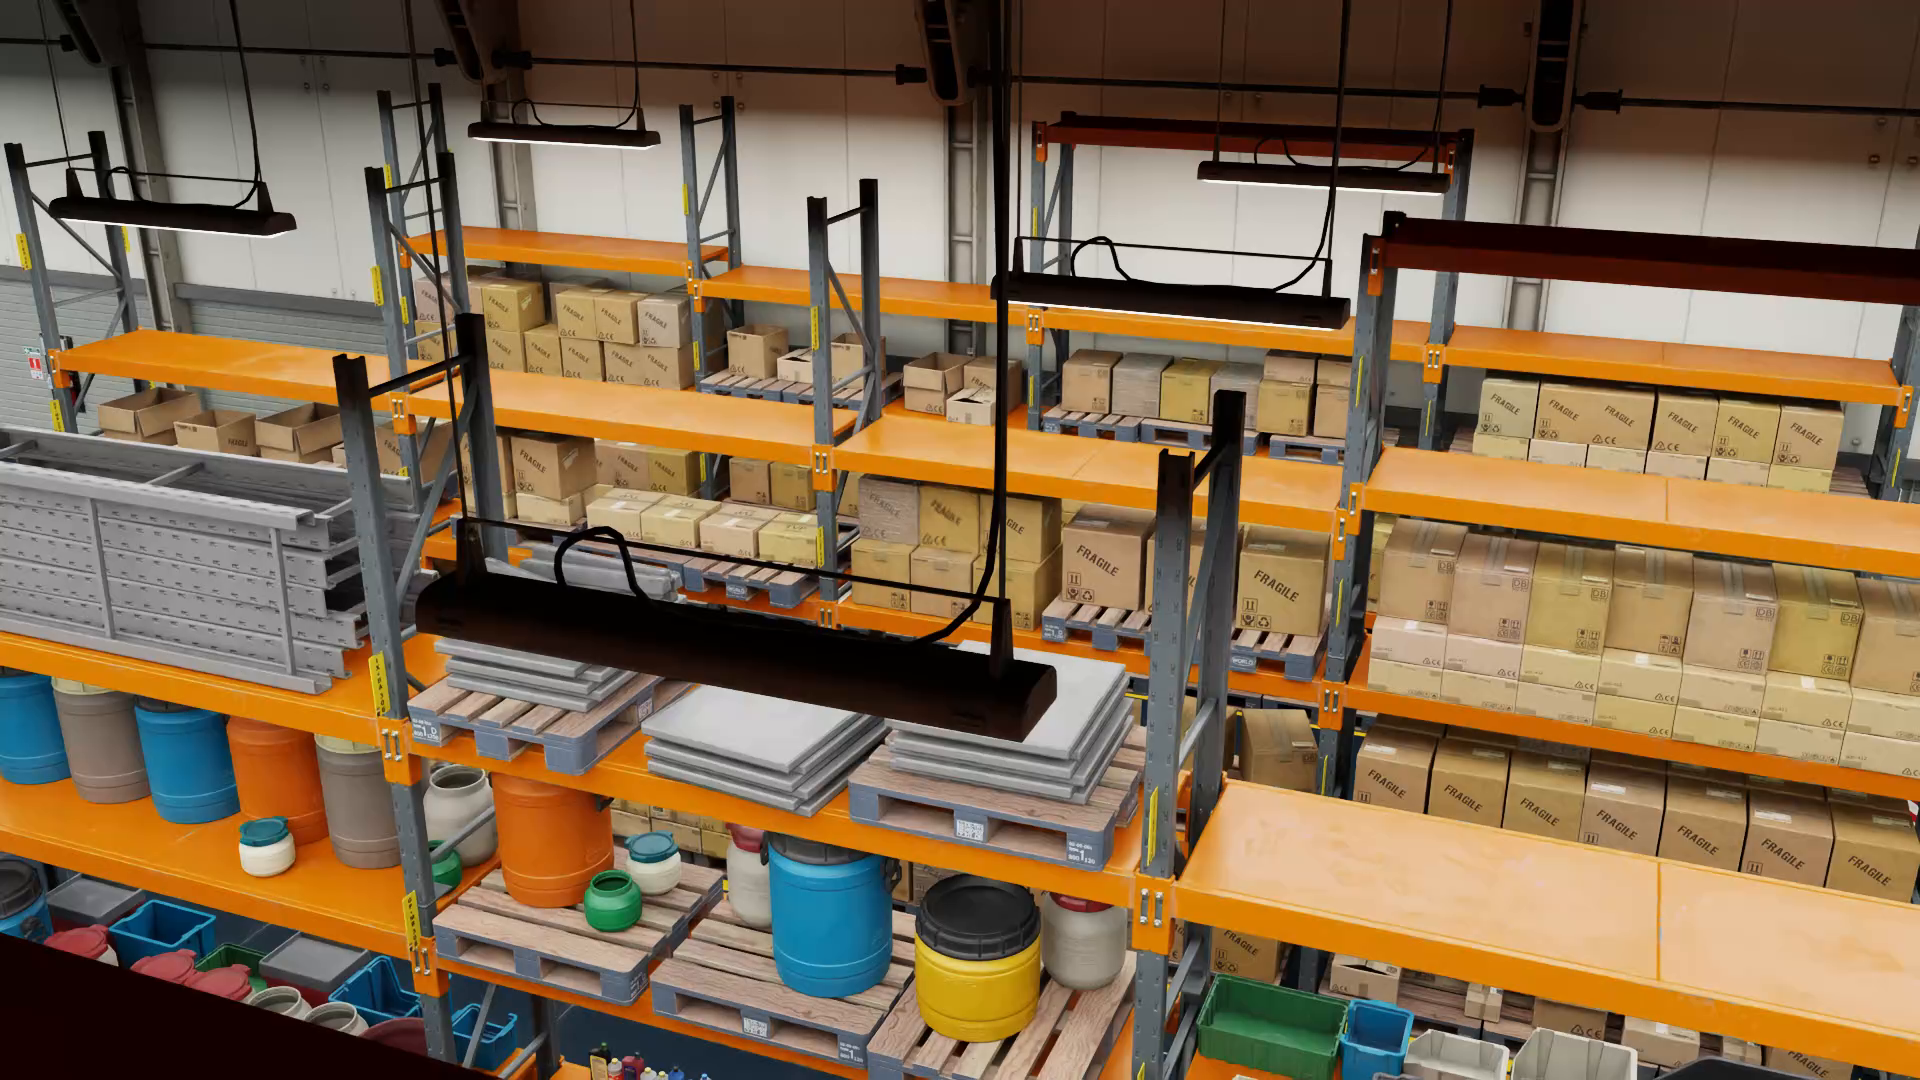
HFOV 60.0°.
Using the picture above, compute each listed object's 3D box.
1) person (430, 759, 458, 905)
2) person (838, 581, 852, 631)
[{"bbox_3d":[-4.188,2.386,13.723,0.820,1.713,0.617,8,22,21],"label":"person"},{"bbox_3d":[-1.246,0.762,17.970,0.657,1.744,0.659,4,21,9],"label":"person"}]
